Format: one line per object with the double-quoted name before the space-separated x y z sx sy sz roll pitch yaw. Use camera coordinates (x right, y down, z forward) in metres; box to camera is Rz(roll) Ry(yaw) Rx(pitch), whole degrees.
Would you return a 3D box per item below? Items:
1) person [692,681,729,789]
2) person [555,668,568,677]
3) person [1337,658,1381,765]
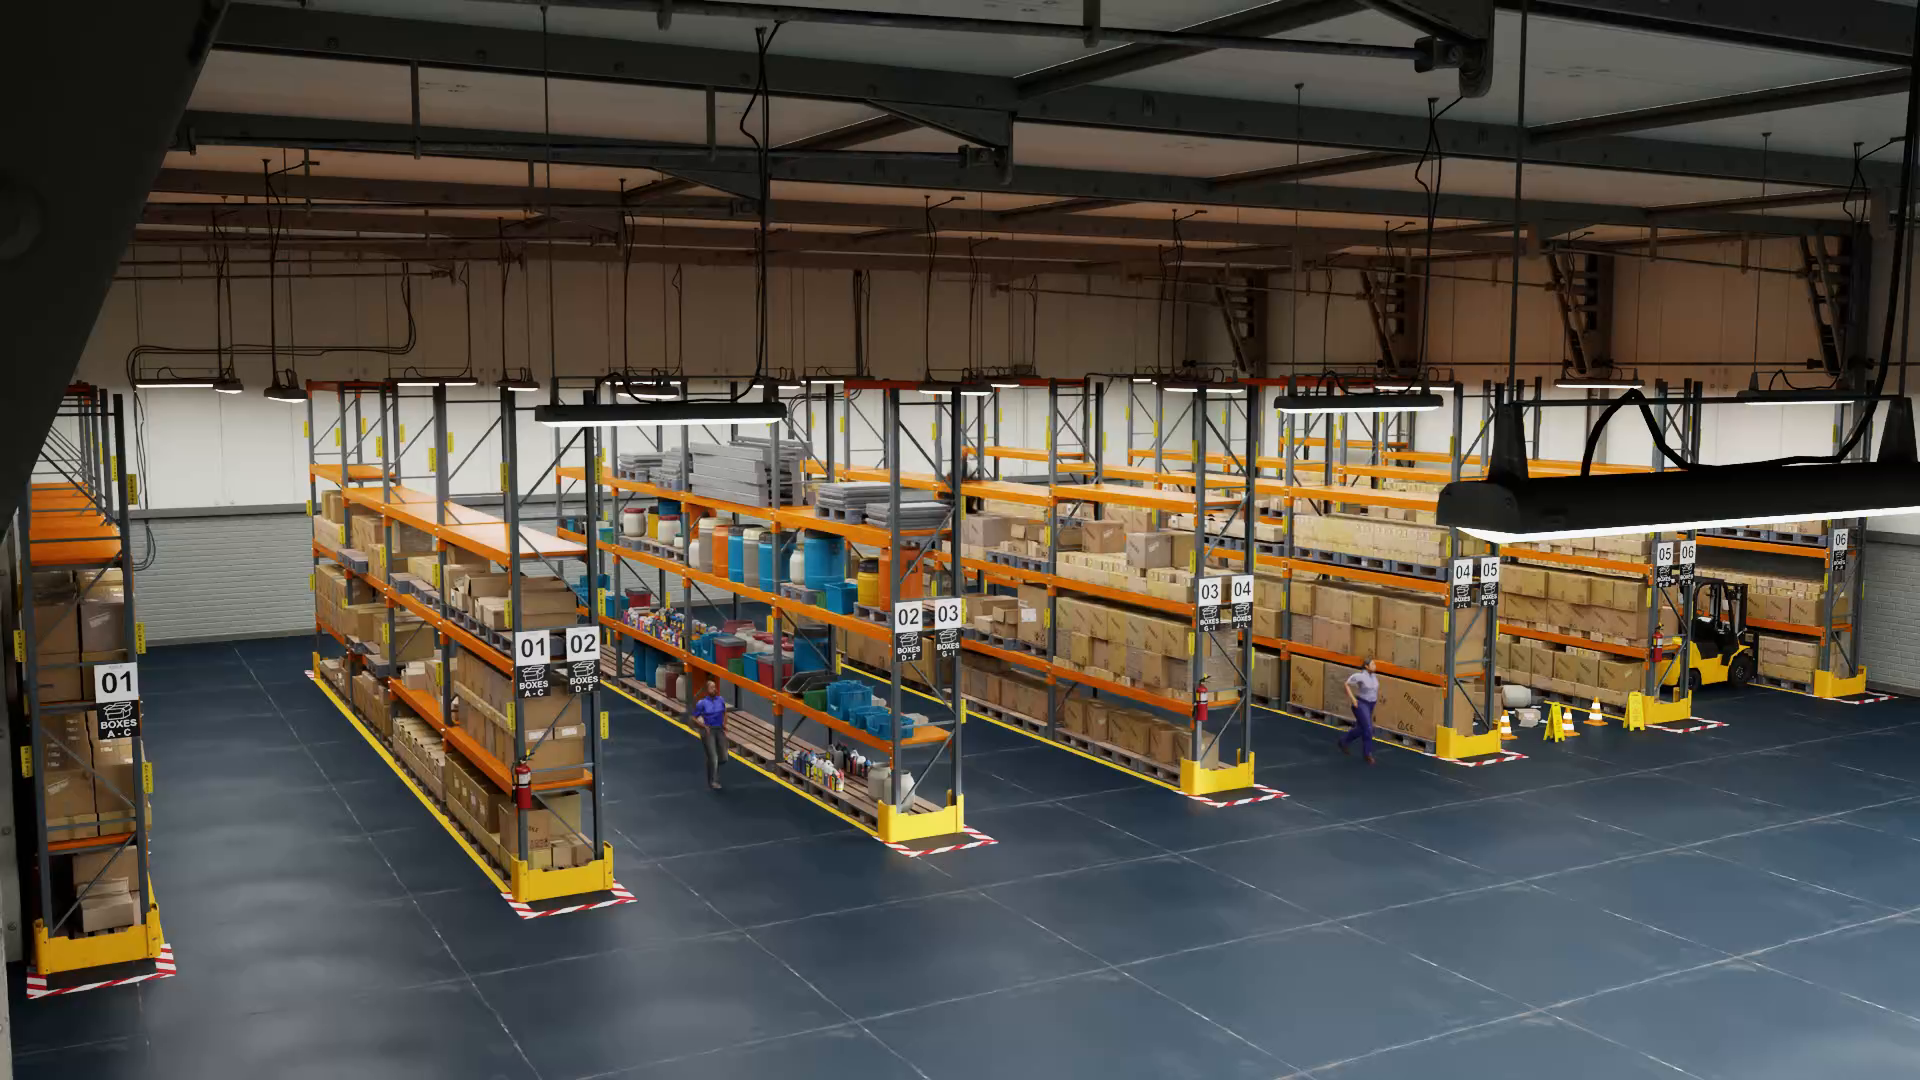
"person" -3.699 2.939 24.824 0.573 1.515 0.563 -4 7 -34
"person" -6.842 2.376 28.720 0.634 1.800 0.940 -5 8 -37
"person" 6.461 2.712 26.608 0.833 1.680 0.620 6 9 45
